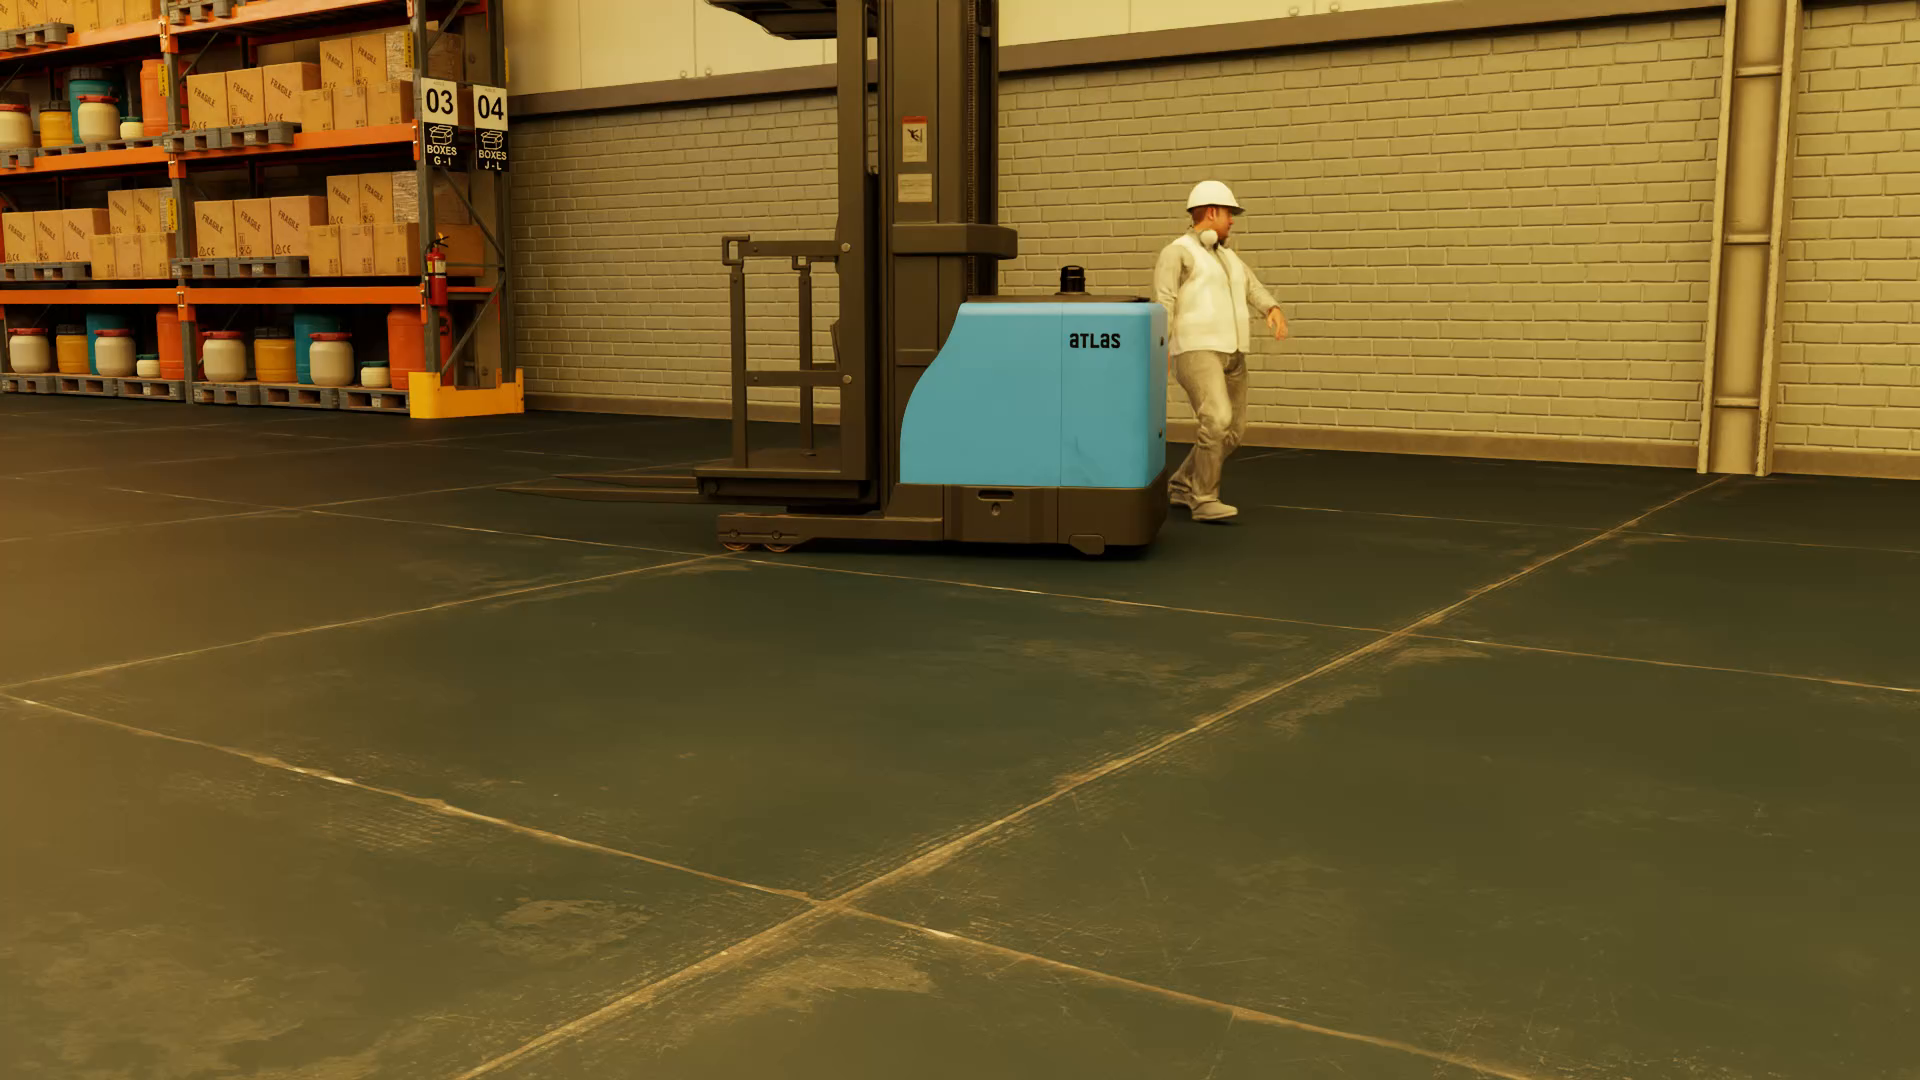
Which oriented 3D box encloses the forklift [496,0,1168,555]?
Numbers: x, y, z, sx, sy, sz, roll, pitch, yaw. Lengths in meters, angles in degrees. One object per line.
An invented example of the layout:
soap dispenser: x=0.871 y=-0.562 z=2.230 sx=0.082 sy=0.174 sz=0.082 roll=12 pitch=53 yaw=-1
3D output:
forklift: x=-0.596 y=-1.469 z=7.520 sx=3.031 sy=2.935 sz=1.130 roll=2 pitch=8 yaw=12

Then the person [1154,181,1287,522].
person: x=1.238 y=-0.941 z=8.290 sx=0.788 sy=1.686 sz=0.703 roll=7 pitch=11 yaw=42
